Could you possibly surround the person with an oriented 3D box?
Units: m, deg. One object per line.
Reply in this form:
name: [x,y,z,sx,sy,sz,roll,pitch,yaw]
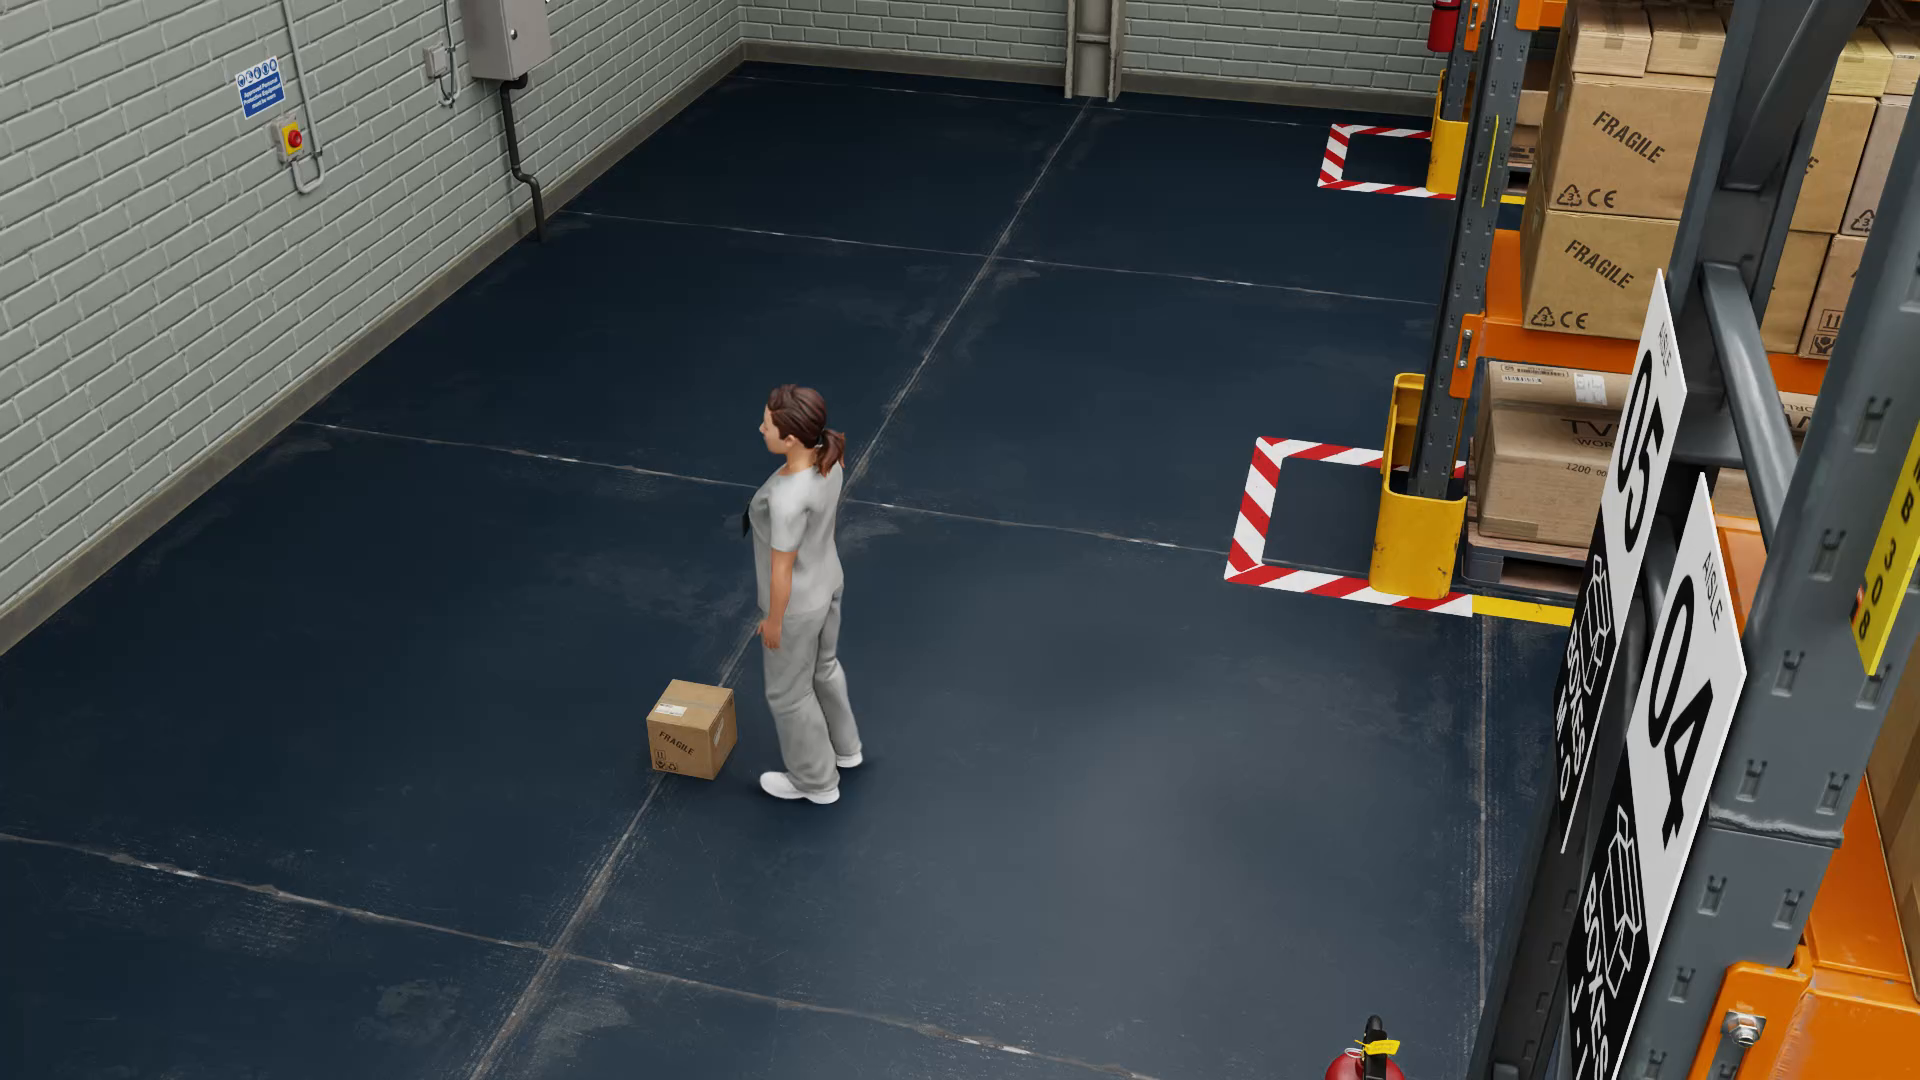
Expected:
person: [-0.549,0.209,5.832,0.364,1.674,0.437,9,34,14]
